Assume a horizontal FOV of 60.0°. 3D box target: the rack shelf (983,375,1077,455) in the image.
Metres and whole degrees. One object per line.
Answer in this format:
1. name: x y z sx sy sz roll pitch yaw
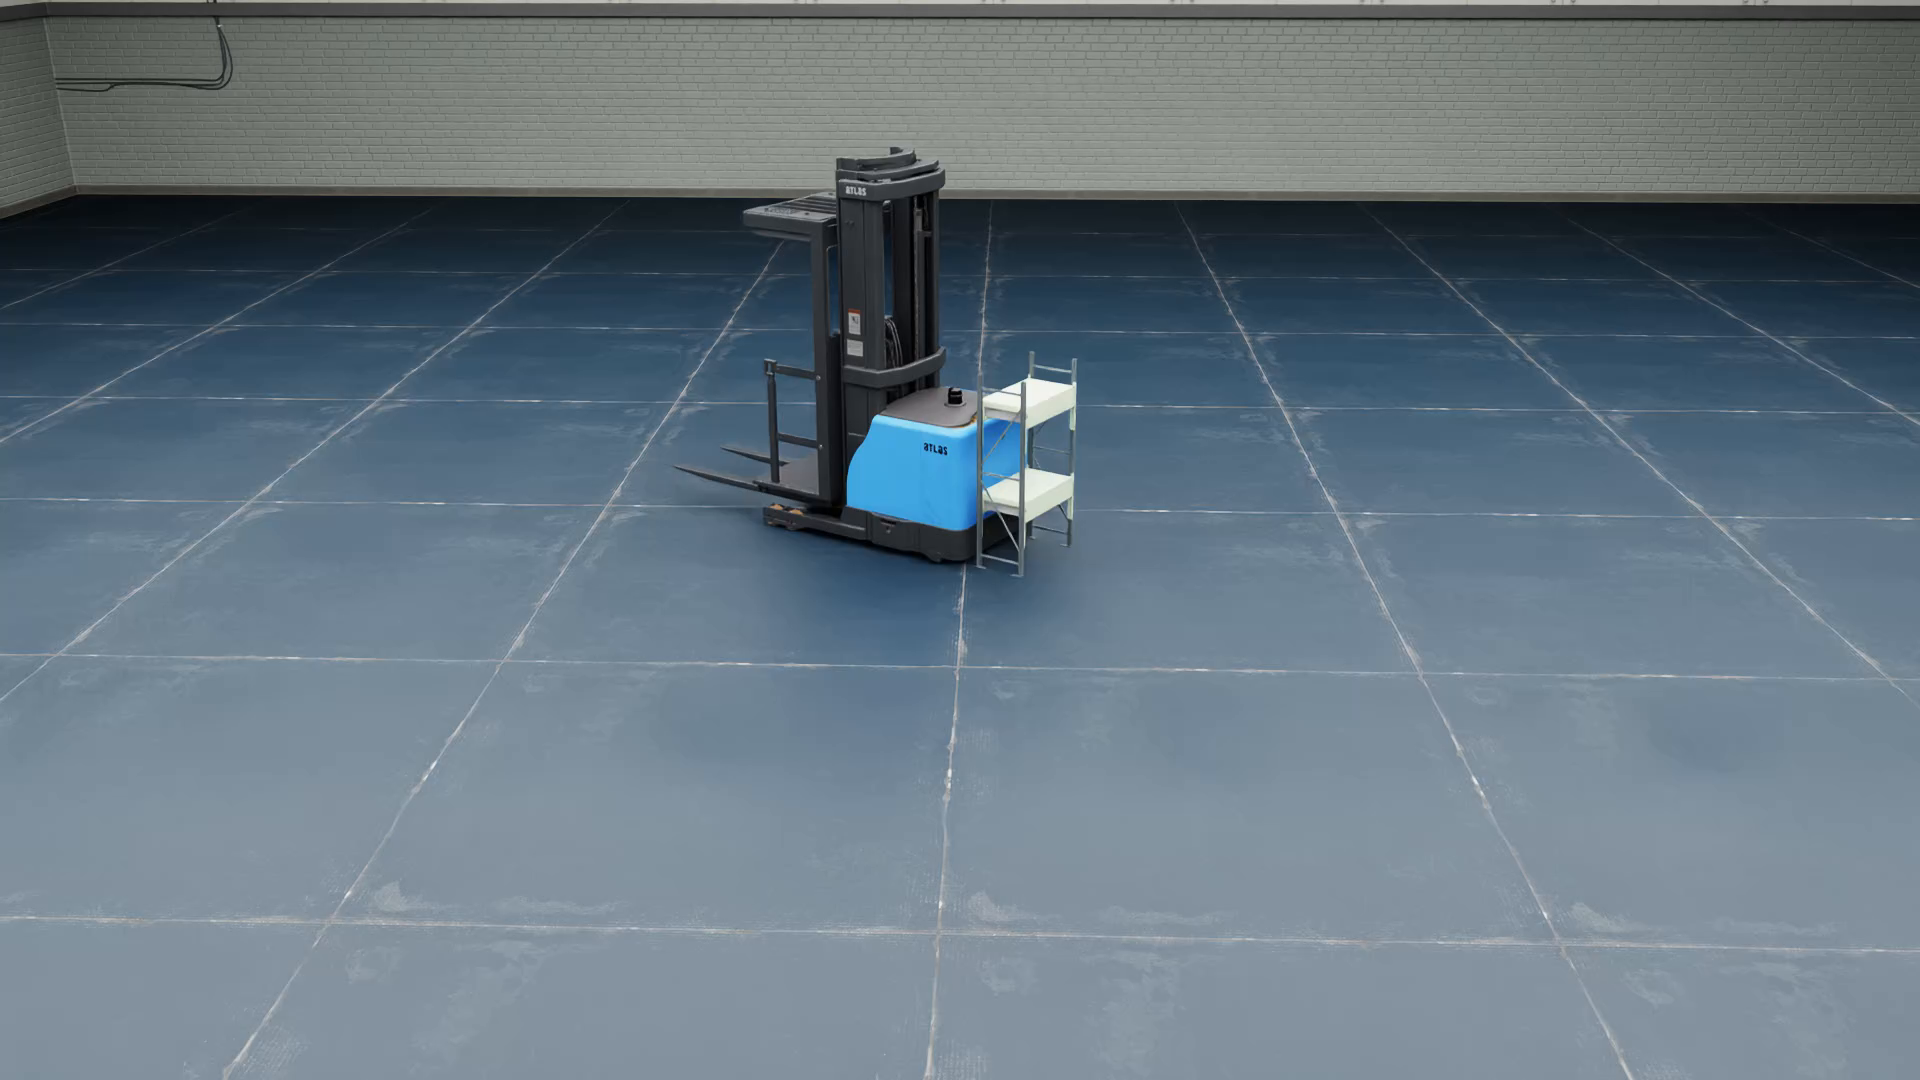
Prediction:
1. rack shelf: 0.498 -0.933 12.280 0.431 0.370 0.720 13 25 31

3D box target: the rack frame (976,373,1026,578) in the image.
1. rack frame: 0.298 -0.458 12.136 0.400 1.500 0.023 13 25 31

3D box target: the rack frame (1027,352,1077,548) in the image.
1. rack frame: 0.698 -0.680 12.707 0.400 1.500 0.023 13 25 31

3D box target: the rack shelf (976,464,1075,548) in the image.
1. rack shelf: 0.498 -0.265 12.539 0.431 0.370 0.720 13 25 31

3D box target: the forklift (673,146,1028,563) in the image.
1. forklift: -0.973 -1.586 13.066 3.031 2.935 1.130 13 25 31

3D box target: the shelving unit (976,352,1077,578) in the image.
1. shelving unit: 0.498 -0.569 12.422 0.431 1.500 0.755 13 25 31

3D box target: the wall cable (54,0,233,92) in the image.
1. wall cable: -13.454 -8.559 26.940 3.097 2.526 0.112 1 21 2
